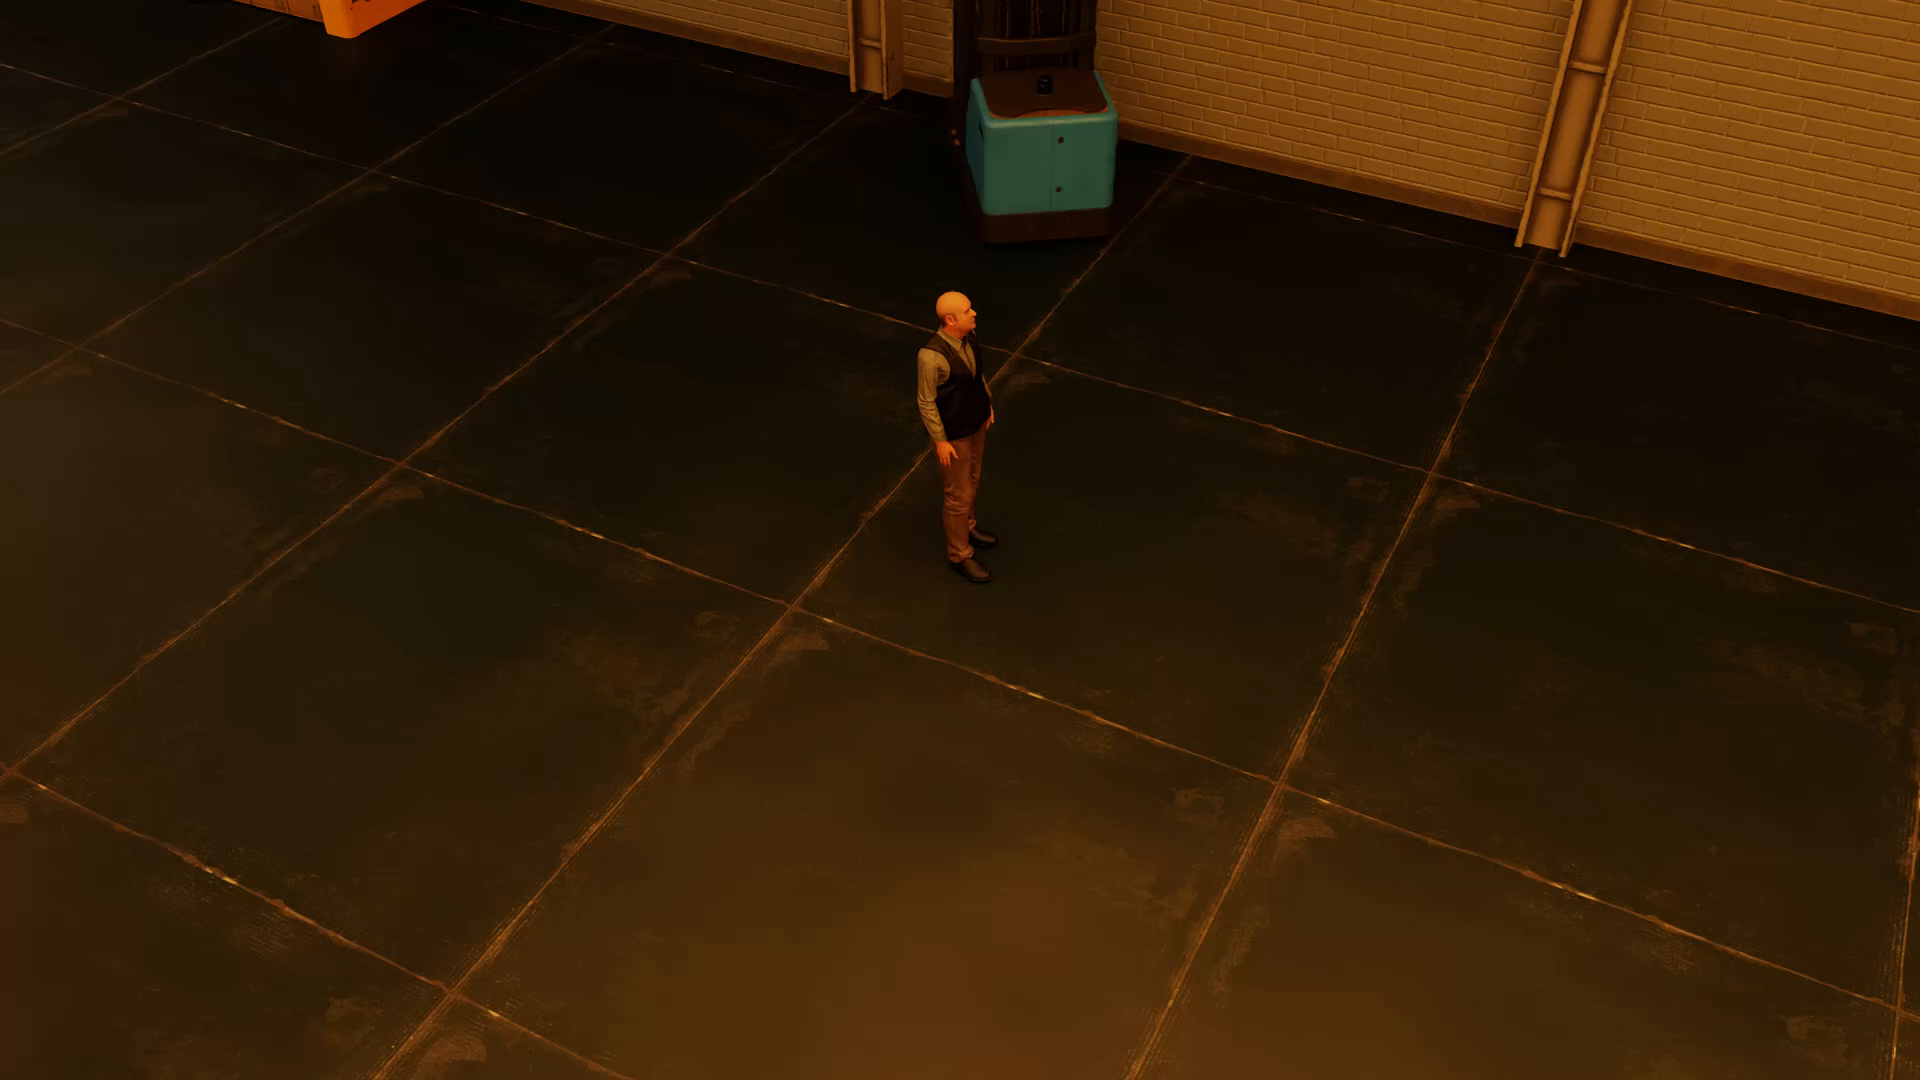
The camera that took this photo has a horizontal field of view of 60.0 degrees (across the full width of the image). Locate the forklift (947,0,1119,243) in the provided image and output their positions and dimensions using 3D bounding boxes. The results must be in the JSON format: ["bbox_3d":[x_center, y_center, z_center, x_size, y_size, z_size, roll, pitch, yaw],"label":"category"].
[{"bbox_3d":[0.494,-4.365,13.170,1.130,2.935,3.031,-5,40,-6],"label":"forklift"}]

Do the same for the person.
[{"bbox_3d":[0.051,-0.641,9.675,0.568,1.720,0.632,18,43,21],"label":"person"}]
